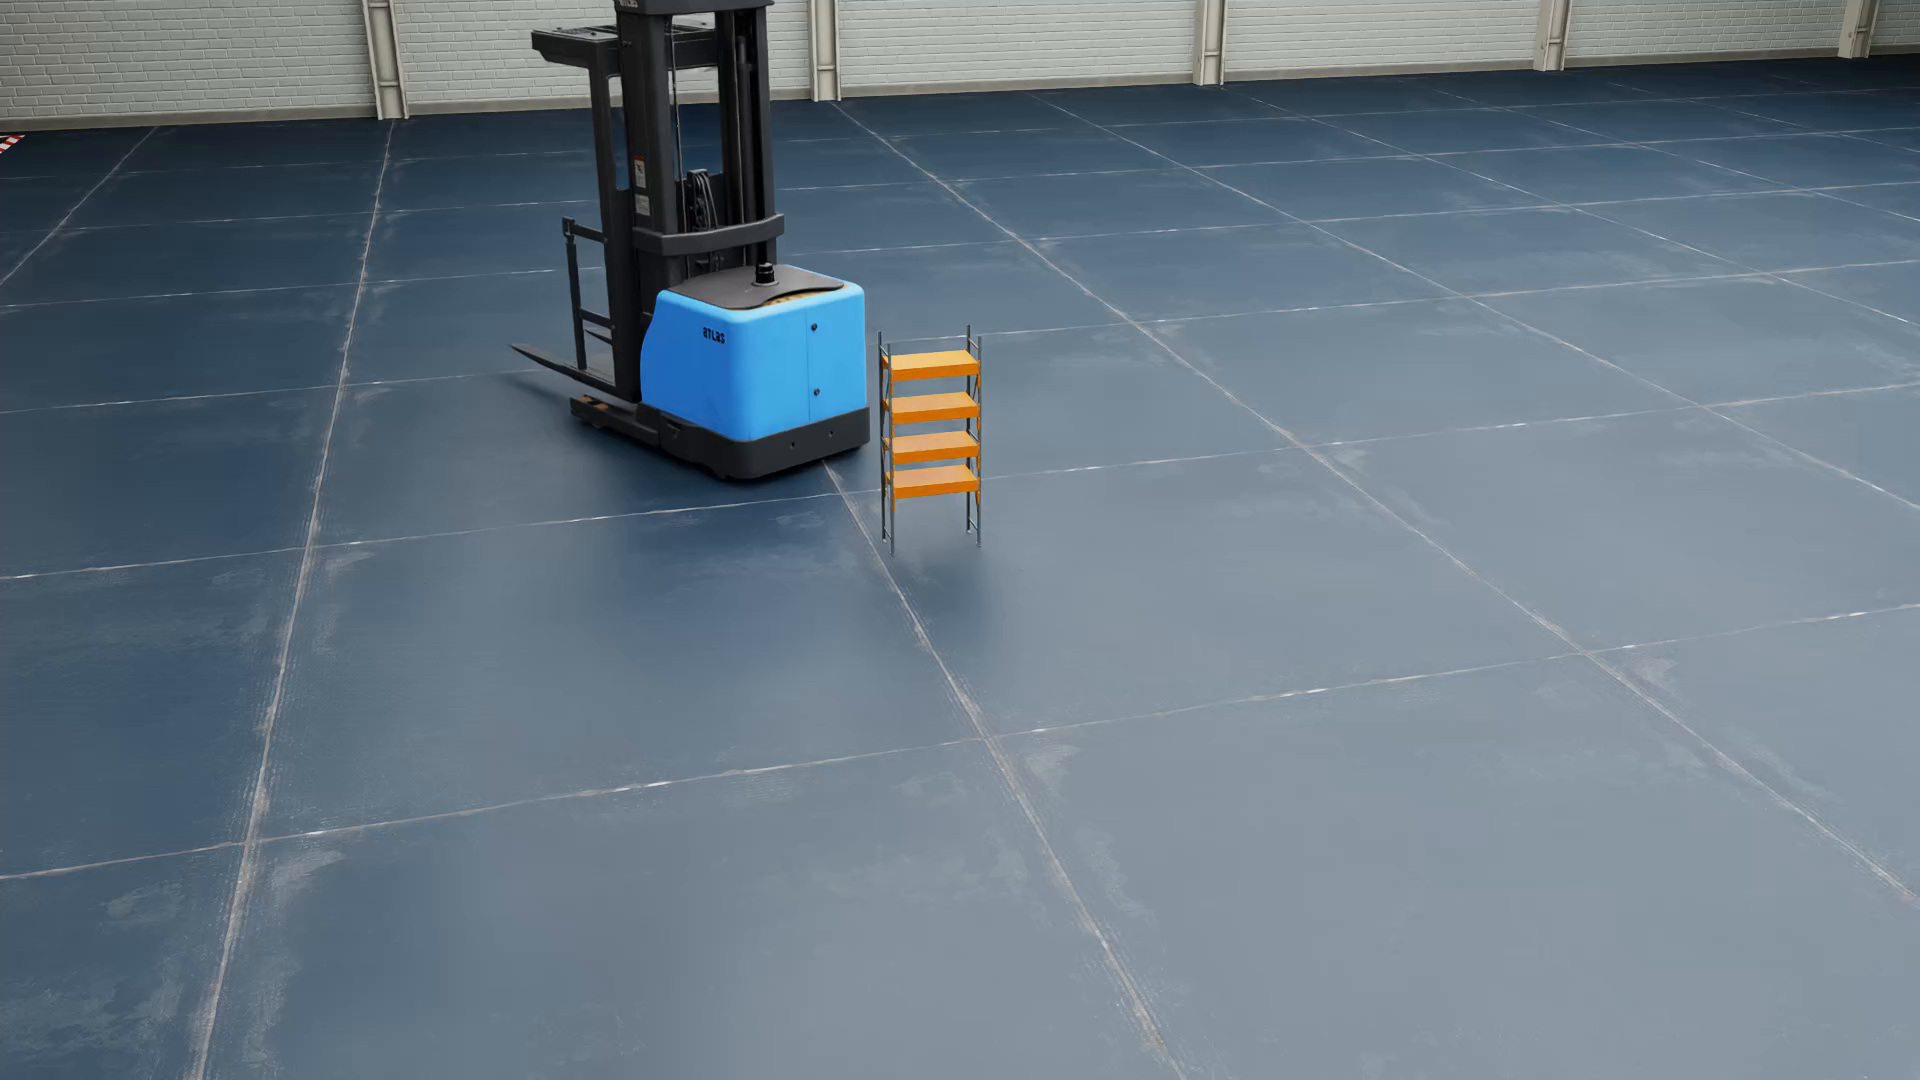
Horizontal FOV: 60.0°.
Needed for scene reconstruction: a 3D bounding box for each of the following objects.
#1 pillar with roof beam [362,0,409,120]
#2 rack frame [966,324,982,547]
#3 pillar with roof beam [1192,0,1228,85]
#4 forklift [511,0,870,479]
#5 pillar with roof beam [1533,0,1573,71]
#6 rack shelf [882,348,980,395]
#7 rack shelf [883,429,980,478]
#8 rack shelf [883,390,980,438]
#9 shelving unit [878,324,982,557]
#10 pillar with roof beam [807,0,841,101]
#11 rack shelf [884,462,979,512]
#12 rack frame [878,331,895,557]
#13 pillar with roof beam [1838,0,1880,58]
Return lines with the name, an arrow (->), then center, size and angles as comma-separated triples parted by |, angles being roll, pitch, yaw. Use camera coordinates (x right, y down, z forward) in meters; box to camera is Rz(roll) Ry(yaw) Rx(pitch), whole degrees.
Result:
pillar with roof beam -> -6.567, -8.273, 17.118 | 0.400, 9.000, 9.100 | -6, 24, -14
rack frame -> 0.076, -0.560, 9.033 | 0.015, 1.200, 0.240 | -6, 24, -14
pillar with roof beam -> 4.987, -9.551, 20.097 | 0.400, 9.000, 9.100 | -6, 24, -14
forklift -> -1.948, -2.201, 10.664 | 1.130, 2.935, 3.031 | -21, 31, -39
pillar with roof beam -> 10.764, -10.190, 21.586 | 0.400, 9.000, 9.100 | -6, 24, -14
rack shelf -> -0.159, -0.895, 8.817 | 0.480, 0.148, 0.258 | -6, 24, -14
rack shelf -> -0.159, -0.472, 8.999 | 0.480, 0.148, 0.258 | -6, 24, -14
rack shelf -> -0.159, -0.677, 8.911 | 0.480, 0.148, 0.258 | -6, 24, -14
shelving unit -> -0.159, -0.534, 8.972 | 0.503, 1.200, 0.258 | -6, 24, -14
pillar with roof beam -> -0.790, -8.912, 18.607 | 0.400, 9.000, 9.100 | -6, 24, -14
rack shelf -> -0.159, -0.289, 9.077 | 0.480, 0.148, 0.258 | -6, 24, -14
rack frame -> -0.394, -0.508, 8.912 | 0.015, 1.200, 0.240 | -6, 24, -14
pillar with roof beam -> 16.541, -10.829, 23.075 | 0.400, 9.000, 9.100 | -6, 24, -14
